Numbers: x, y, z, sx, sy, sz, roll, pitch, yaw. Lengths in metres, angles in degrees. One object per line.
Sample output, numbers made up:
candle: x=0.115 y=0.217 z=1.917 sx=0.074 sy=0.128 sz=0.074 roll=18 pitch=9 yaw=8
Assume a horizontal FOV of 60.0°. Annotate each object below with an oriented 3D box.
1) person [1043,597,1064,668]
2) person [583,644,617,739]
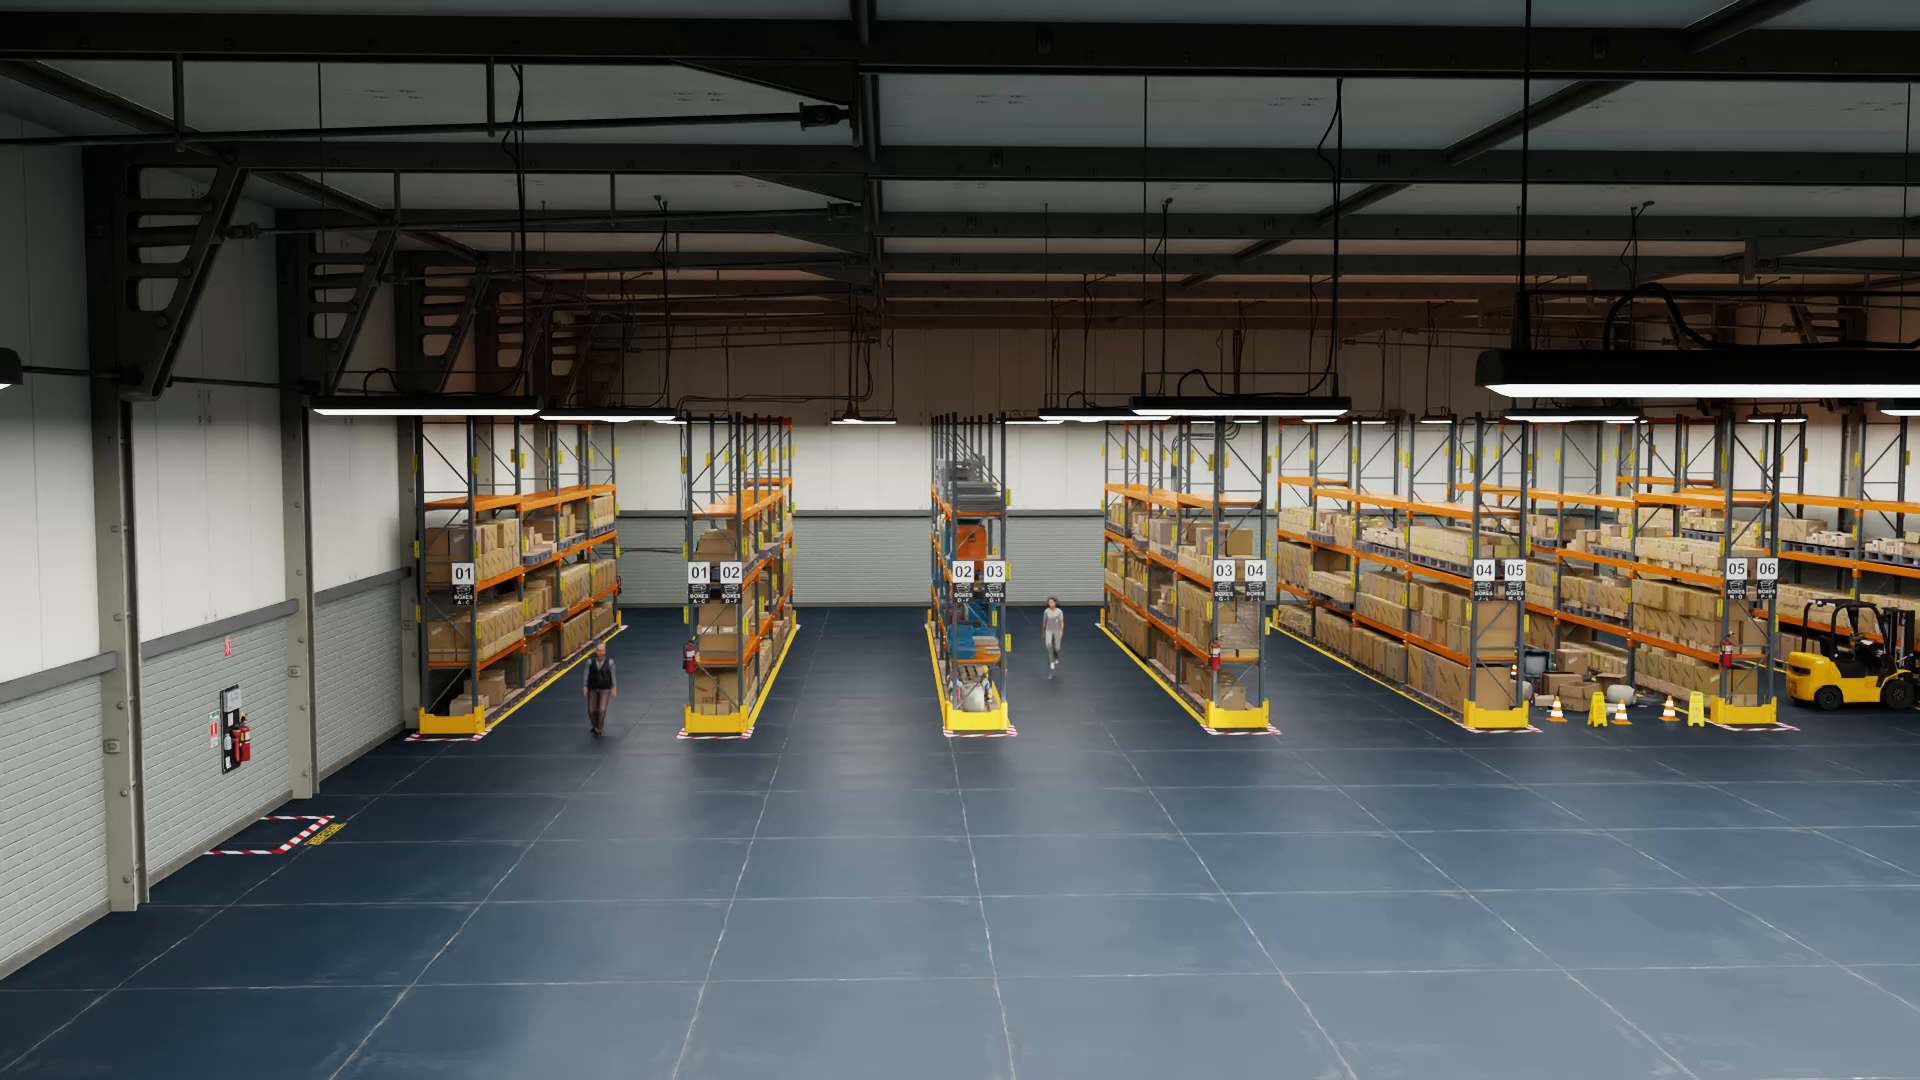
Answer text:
person: x=2.132 y=2.092 z=37.931 sx=0.470 sy=1.575 sz=0.855 roll=0 pitch=4 yaw=0
person: x=-6.675 y=2.801 z=30.805 sx=0.607 sy=1.742 sz=0.658 roll=-1 pitch=4 yaw=-9
